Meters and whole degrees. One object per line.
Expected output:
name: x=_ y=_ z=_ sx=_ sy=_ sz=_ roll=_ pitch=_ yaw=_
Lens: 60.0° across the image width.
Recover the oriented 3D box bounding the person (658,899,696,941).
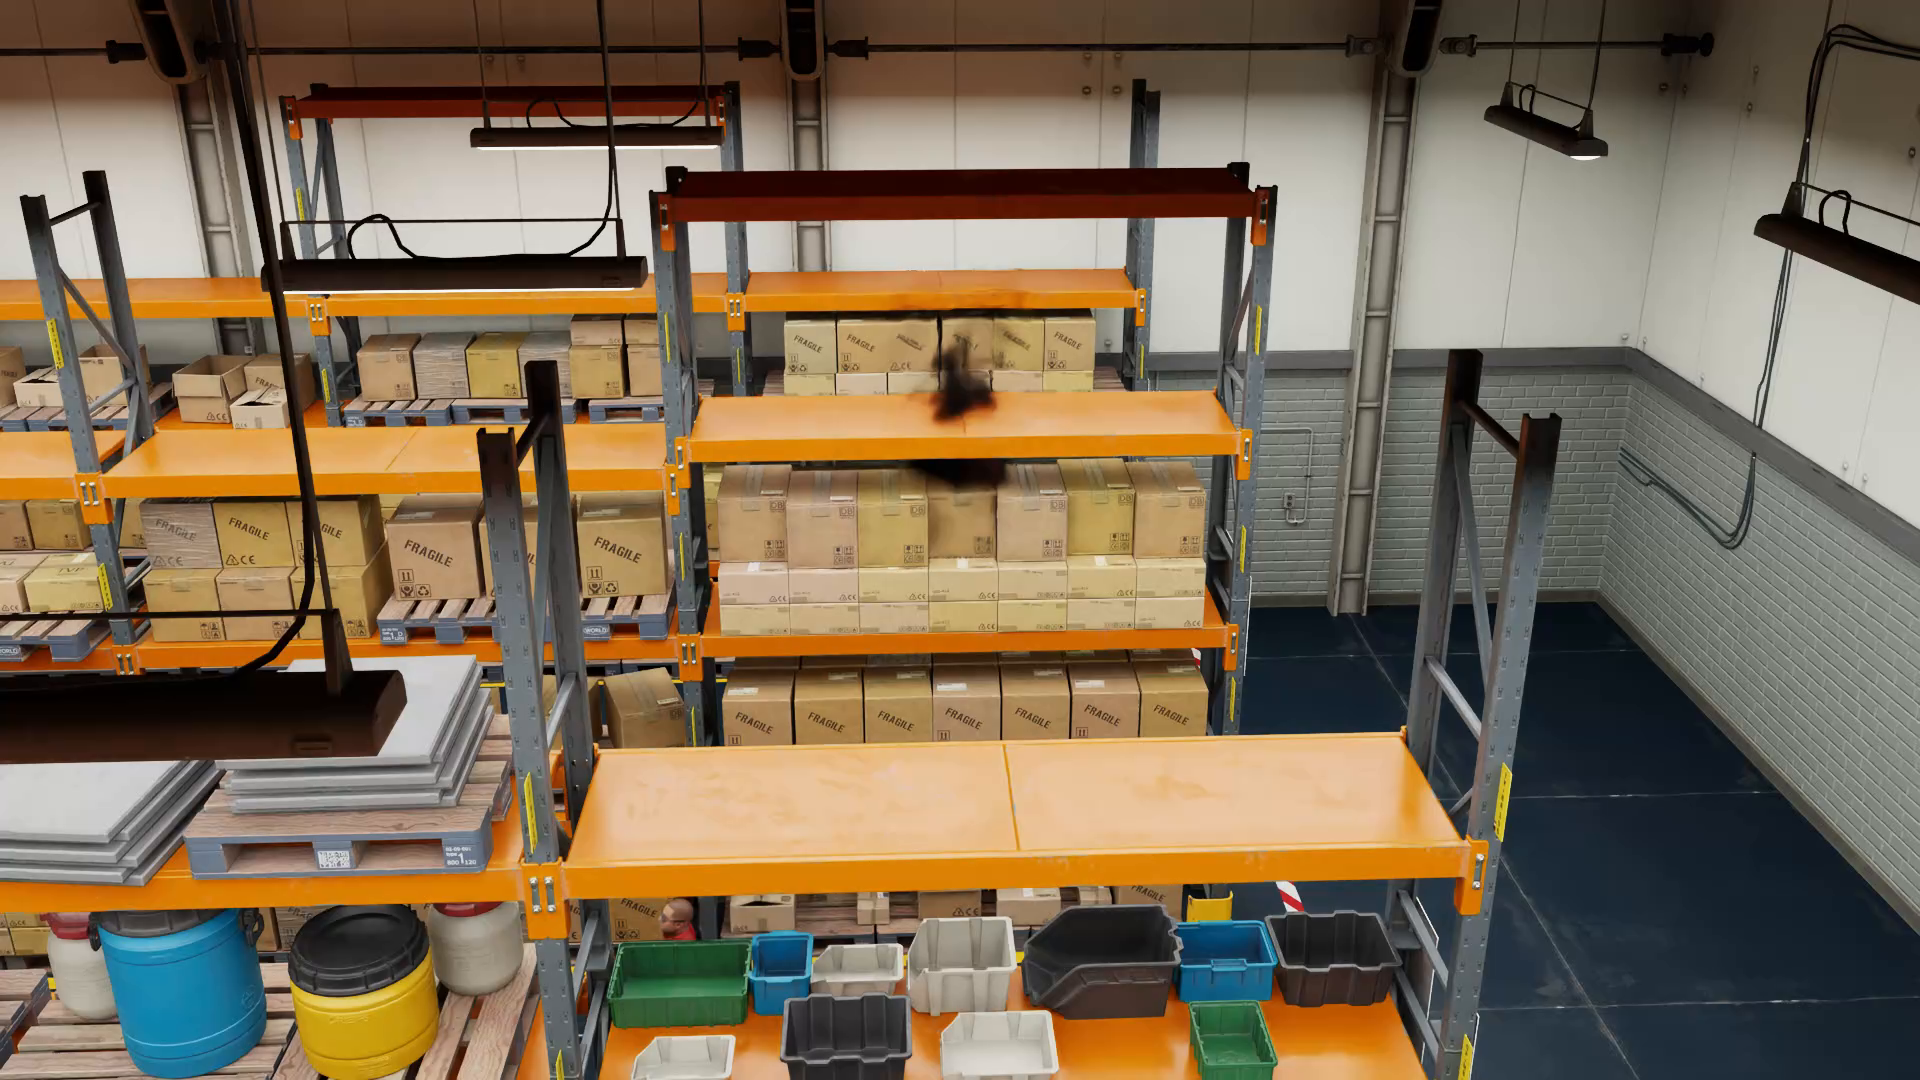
person: x=-1.890 y=3.162 z=11.108 sx=0.703 sy=1.739 sz=0.640 roll=-3 pitch=22 yaw=-8
